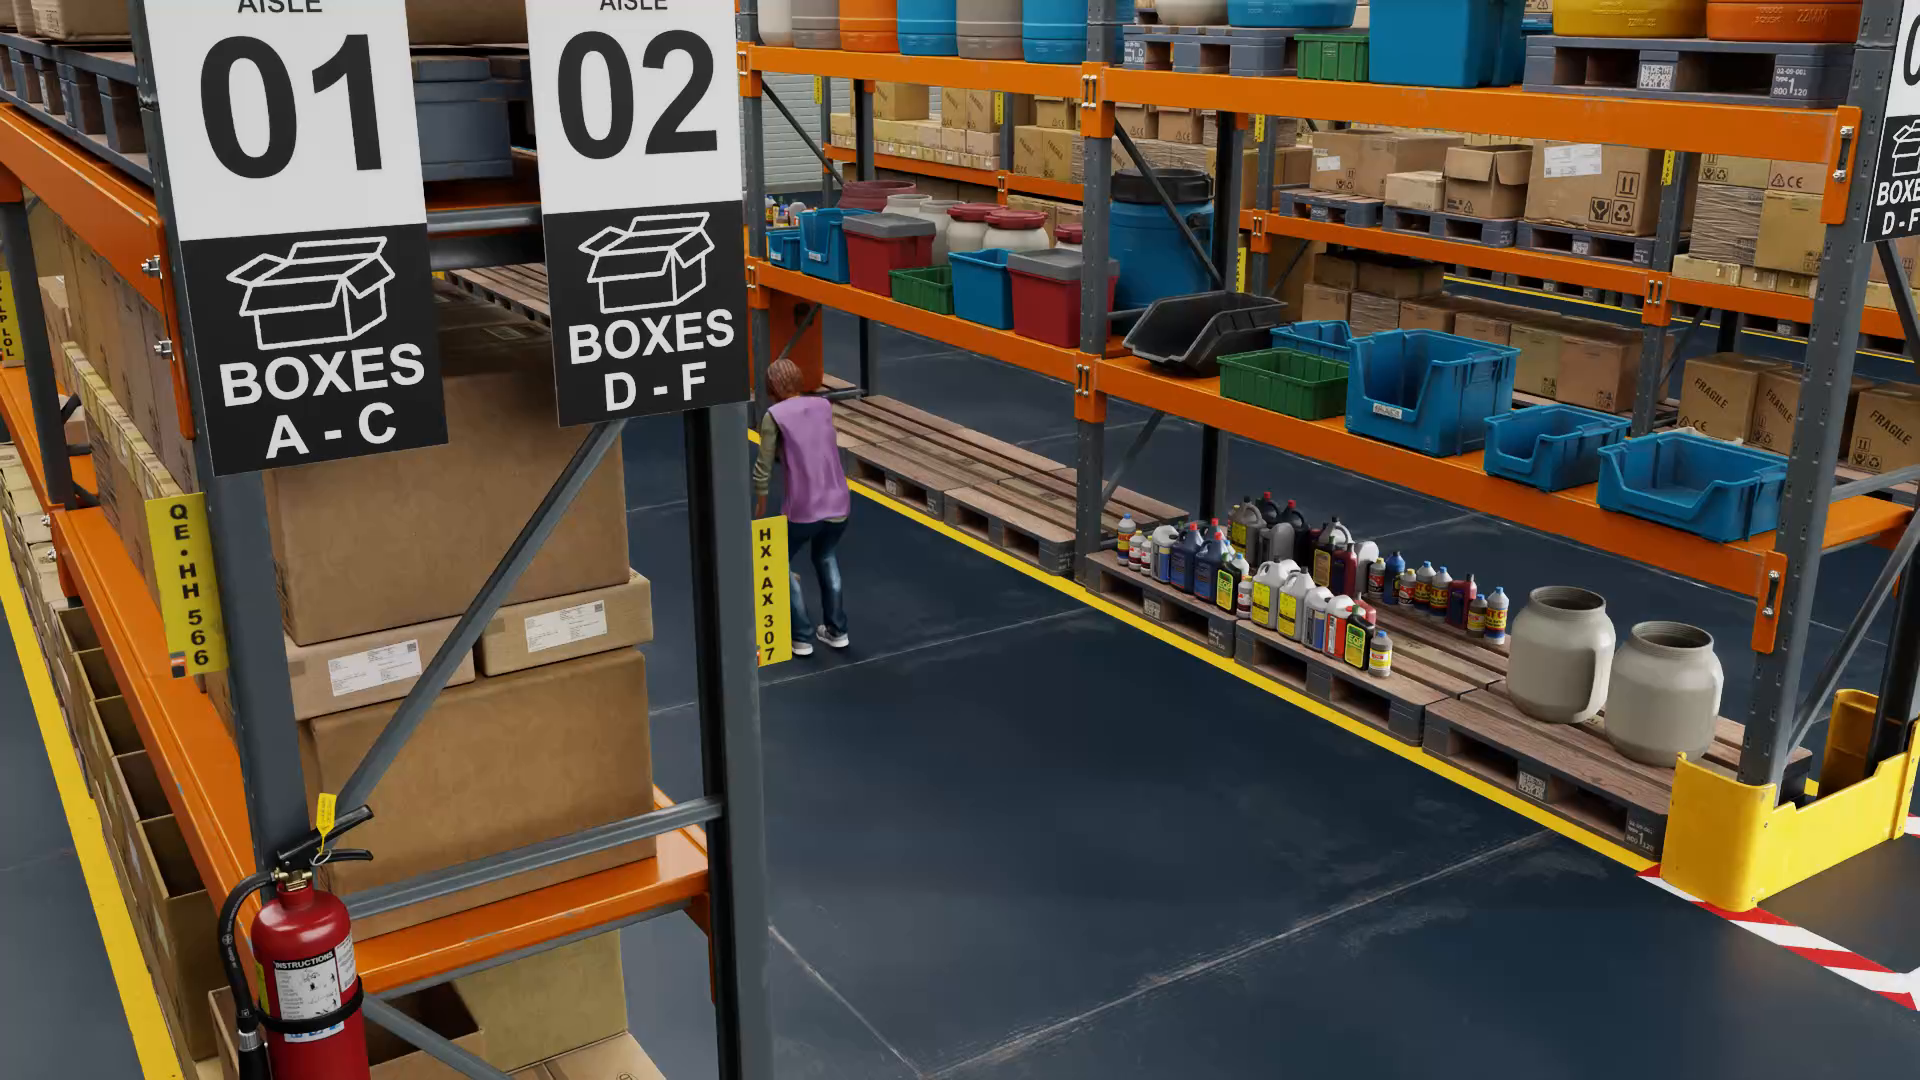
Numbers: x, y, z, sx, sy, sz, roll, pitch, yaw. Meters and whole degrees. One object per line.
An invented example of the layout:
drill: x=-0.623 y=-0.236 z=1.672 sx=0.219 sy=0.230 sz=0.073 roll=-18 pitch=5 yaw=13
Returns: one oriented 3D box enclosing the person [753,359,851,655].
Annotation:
person: x=-0.788 y=-0.142 z=8.254 sx=0.451 sy=1.449 sz=0.518 roll=-11 pitch=21 yaw=-31
